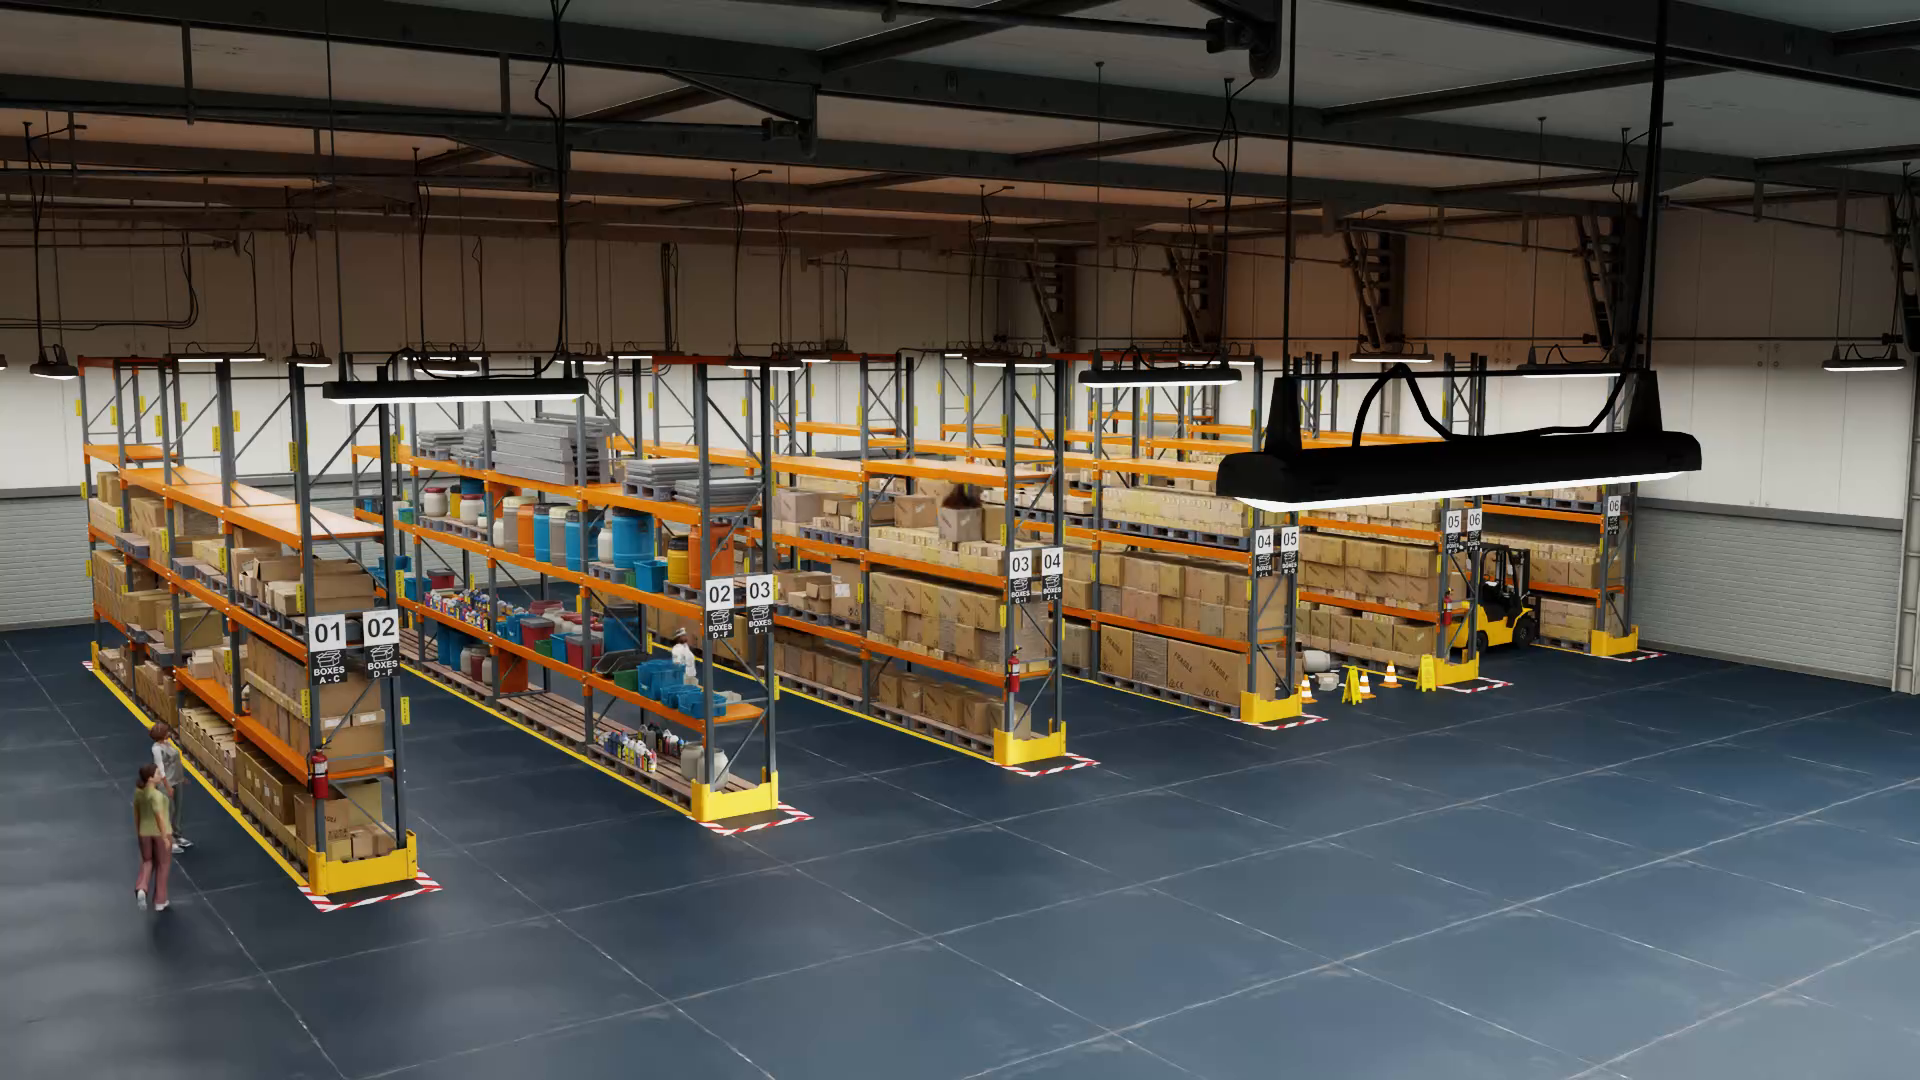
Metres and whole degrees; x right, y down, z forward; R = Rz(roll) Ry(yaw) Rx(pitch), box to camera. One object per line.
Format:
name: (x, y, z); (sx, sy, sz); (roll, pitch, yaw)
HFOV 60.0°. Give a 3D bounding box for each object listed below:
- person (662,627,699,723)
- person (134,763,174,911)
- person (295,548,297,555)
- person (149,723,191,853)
person: (-4.513, 2.226, 27.039); (0.846, 1.645, 0.457); (5, 9, 37)
person: (-8.907, 3.278, 18.313); (0.442, 1.661, 0.536); (0, 7, -2)
person: (-14.669, 1.034, 37.073); (1.137, 1.638, 0.695); (-2, 7, -16)
person: (-9.795, 3.052, 20.682); (0.416, 1.612, 0.463); (1, 7, 6)
